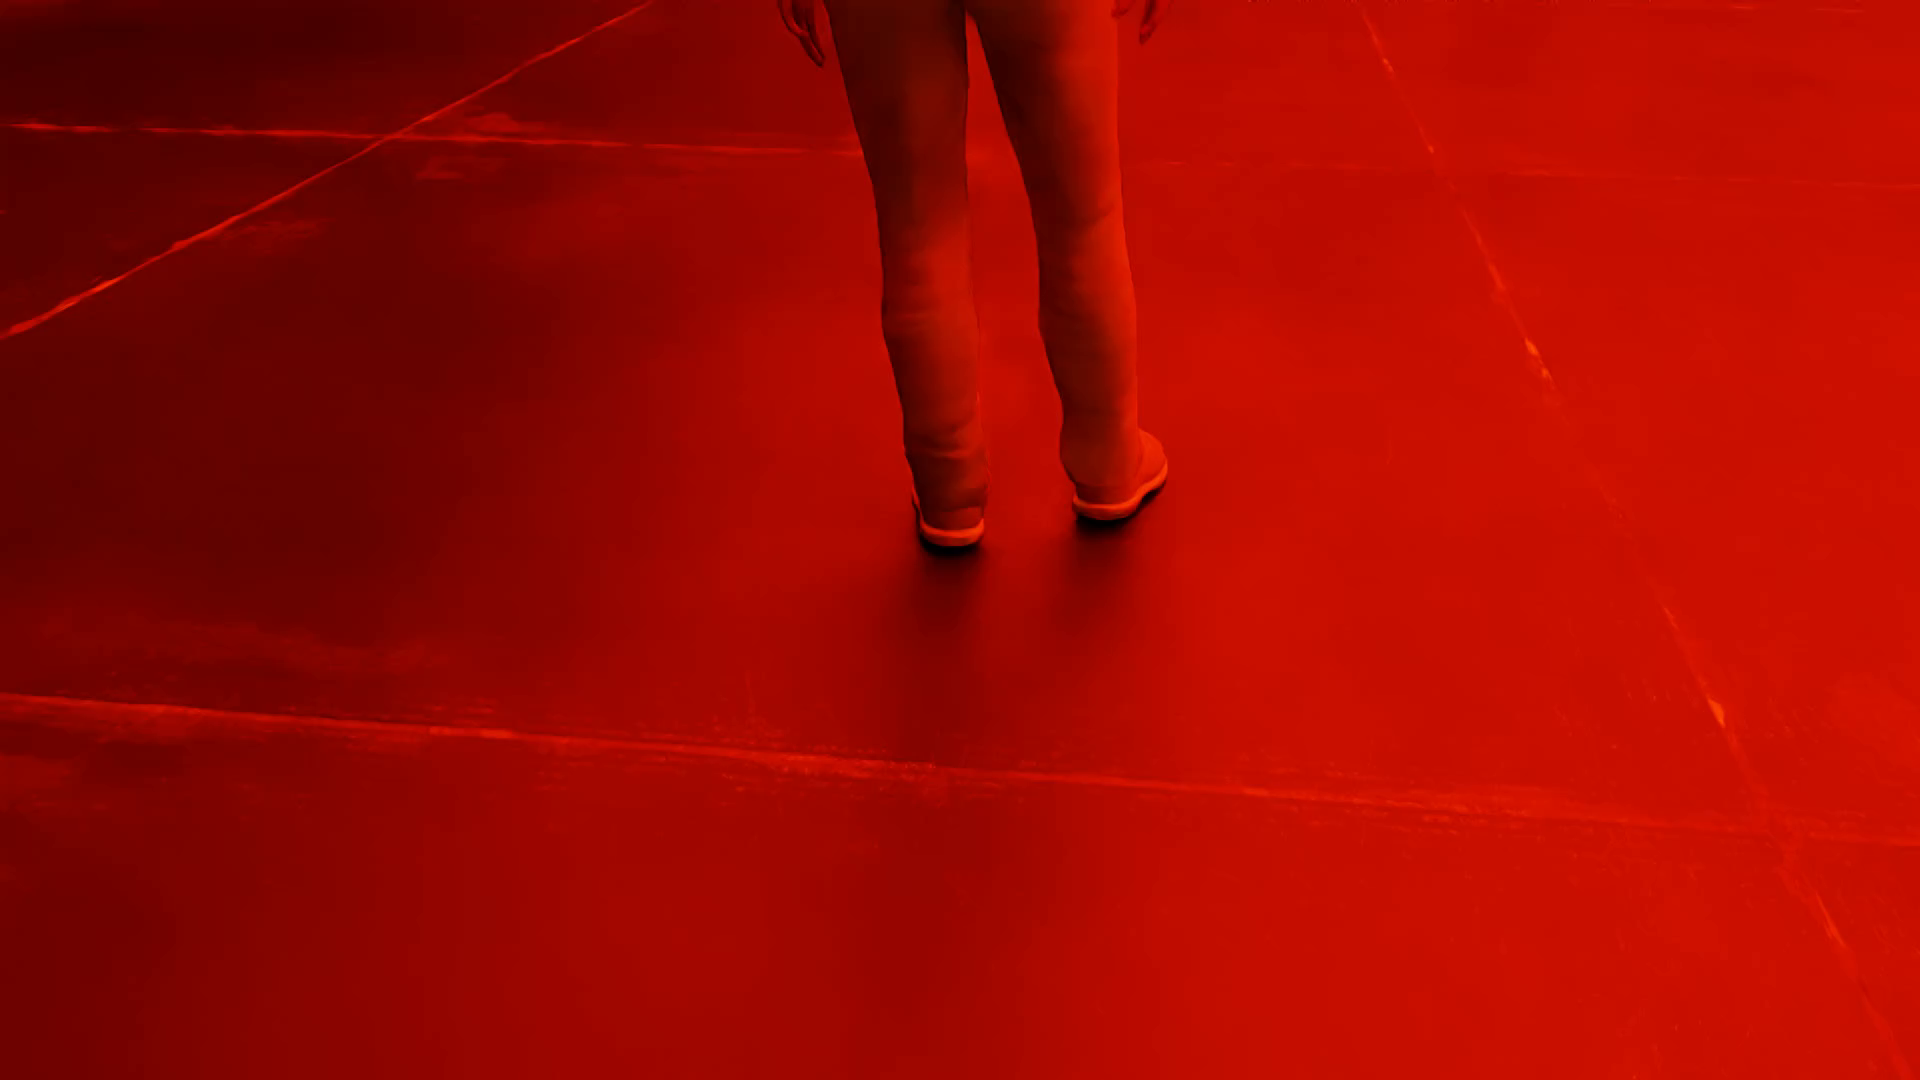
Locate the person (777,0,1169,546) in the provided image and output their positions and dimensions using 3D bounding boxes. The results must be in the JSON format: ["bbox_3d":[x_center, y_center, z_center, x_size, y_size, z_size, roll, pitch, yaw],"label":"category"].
[{"bbox_3d":[0.029,-0.797,2.183,0.570,1.695,0.529,3,27,7],"label":"person"}]
